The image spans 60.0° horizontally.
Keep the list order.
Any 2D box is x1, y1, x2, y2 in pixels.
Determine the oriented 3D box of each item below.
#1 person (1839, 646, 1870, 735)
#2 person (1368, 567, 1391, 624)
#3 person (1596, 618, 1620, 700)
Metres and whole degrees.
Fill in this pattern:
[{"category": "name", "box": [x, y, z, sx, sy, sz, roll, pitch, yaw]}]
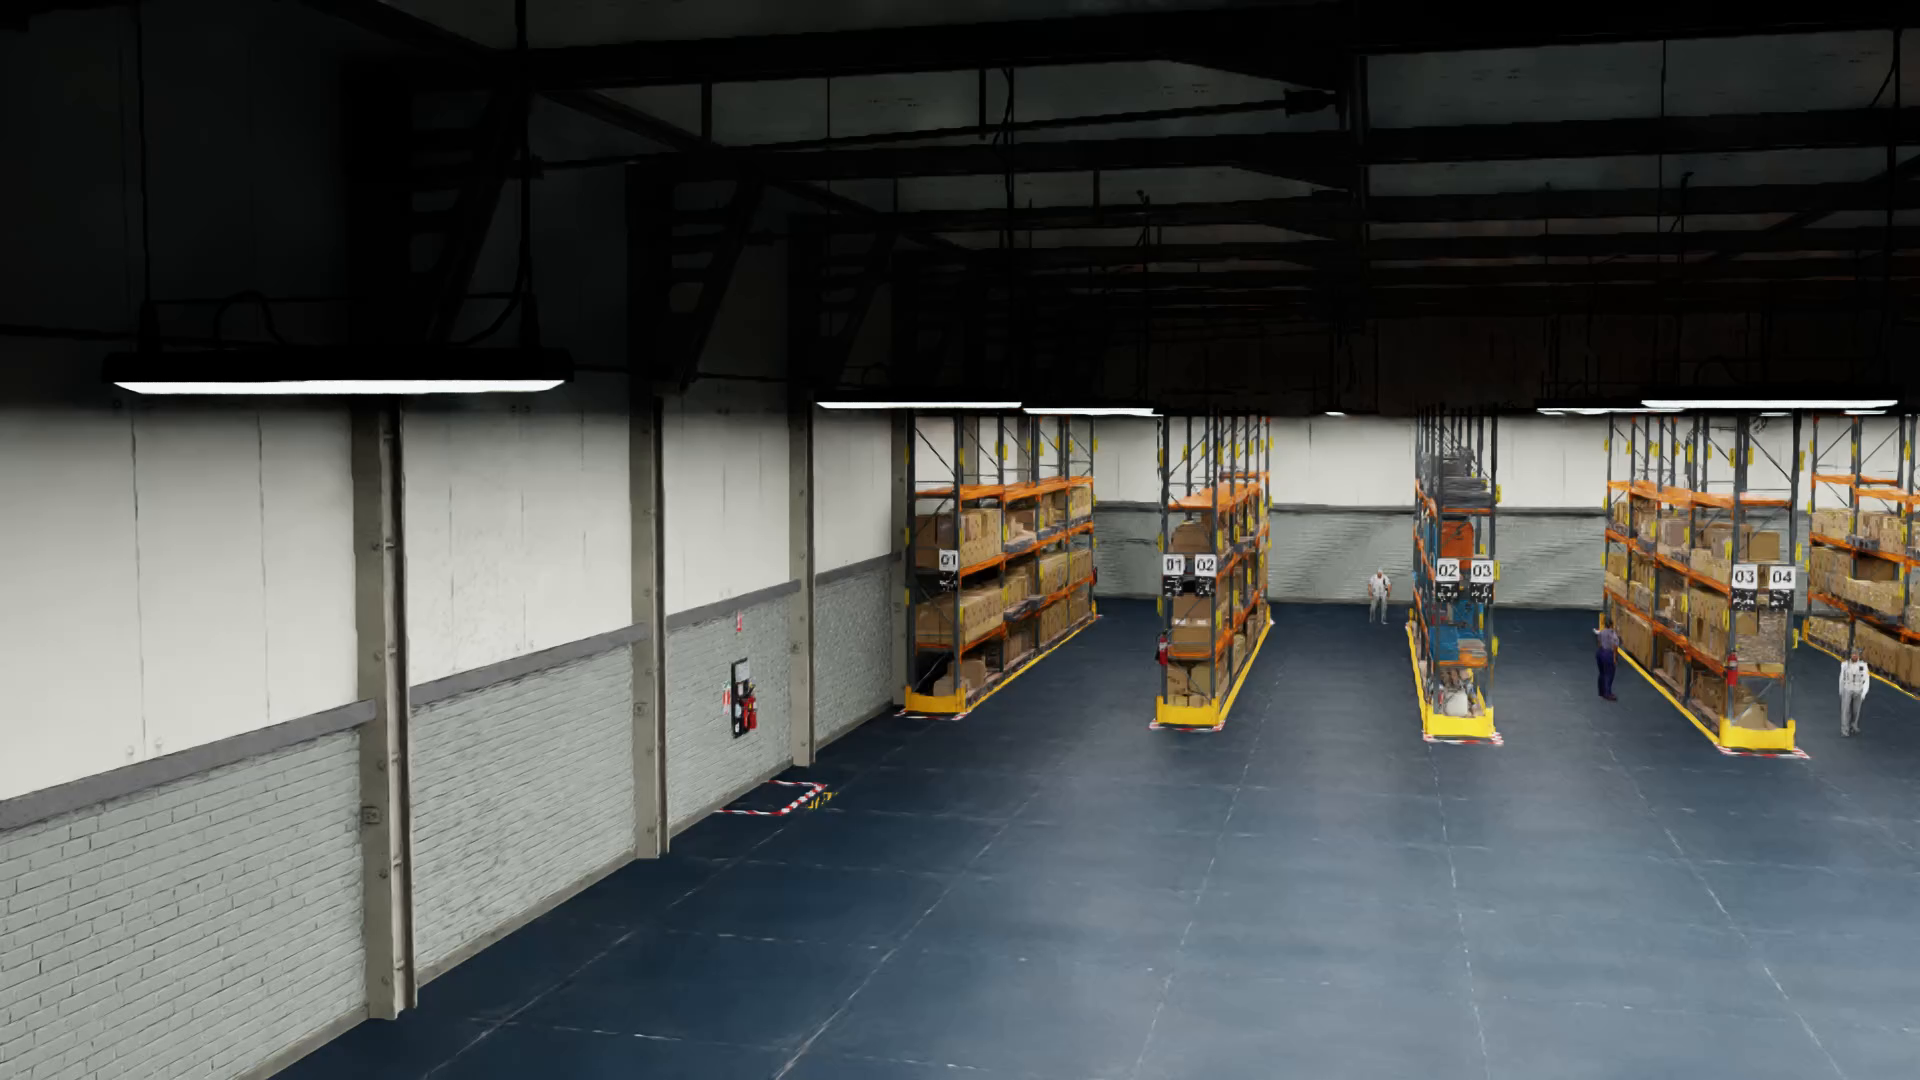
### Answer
[{"category": "person", "box": [16.181, 2.704, 30.092, 0.482, 1.621, 0.997, 2, 5, 22]}, {"category": "person", "box": [11.697, 1.551, 46.391, 0.625, 1.611, 0.575, 1, 4, 14]}, {"category": "person", "box": [13.276, 2.412, 34.023, 0.422, 1.651, 0.526, -1, 4, -17]}]
